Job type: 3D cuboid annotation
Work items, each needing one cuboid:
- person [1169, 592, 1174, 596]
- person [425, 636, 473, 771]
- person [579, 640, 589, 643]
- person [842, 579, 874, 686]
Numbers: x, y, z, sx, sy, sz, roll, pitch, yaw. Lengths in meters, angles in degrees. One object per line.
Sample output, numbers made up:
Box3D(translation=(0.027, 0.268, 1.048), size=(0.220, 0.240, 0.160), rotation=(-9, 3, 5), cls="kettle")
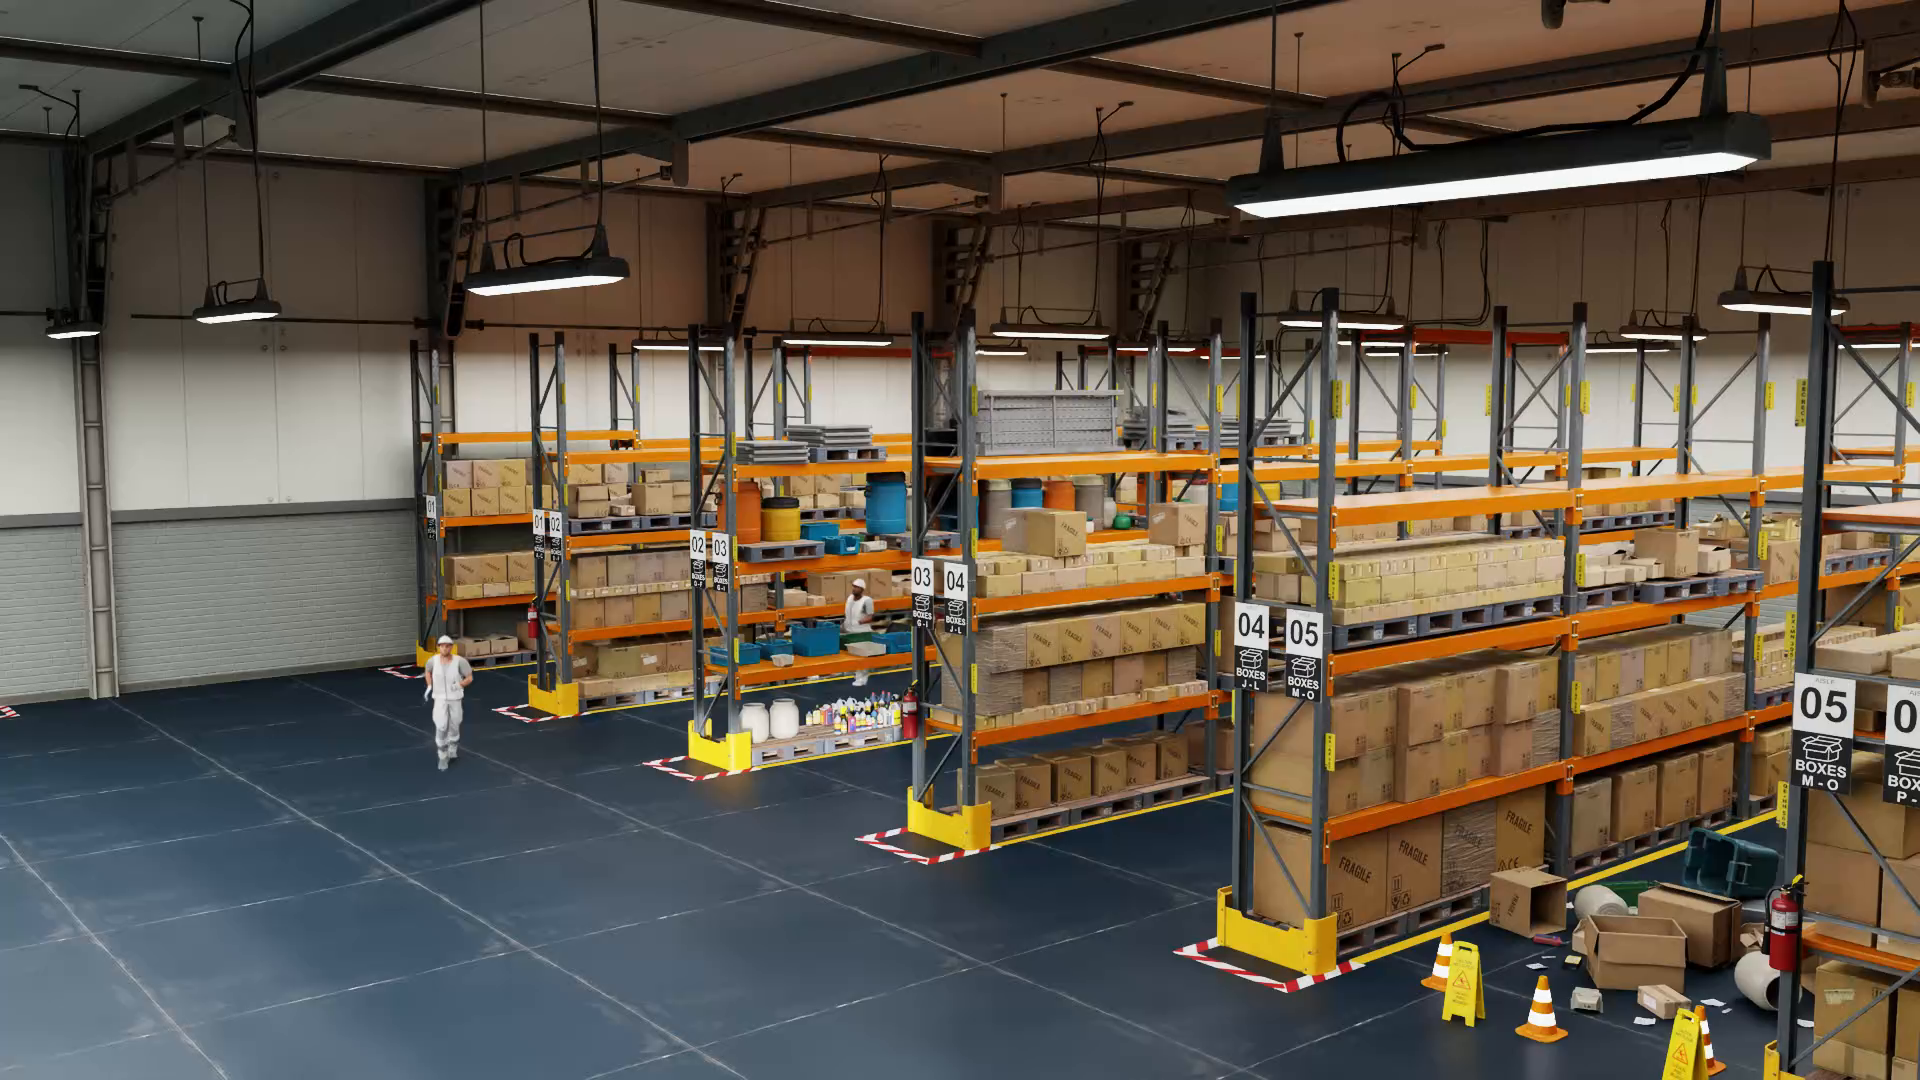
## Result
Box3D(translation=(3.789, 1.359, 32.234), size=(0.554, 1.627, 0.548), rotation=(5, 7, 42), cls="person")
Box3D(translation=(-6.932, 2.198, 22.568), size=(0.641, 1.838, 0.815), rotation=(-1, 5, -14), cls="person")
Box3D(translation=(-6.545, 1.677, 28.451), size=(0.627, 1.744, 0.656), rotation=(-5, 7, -40), cls="person")
Box3D(translation=(-1.702, 1.503, 27.040), size=(0.697, 1.753, 0.596), rotation=(4, 7, 40), cls="person")
